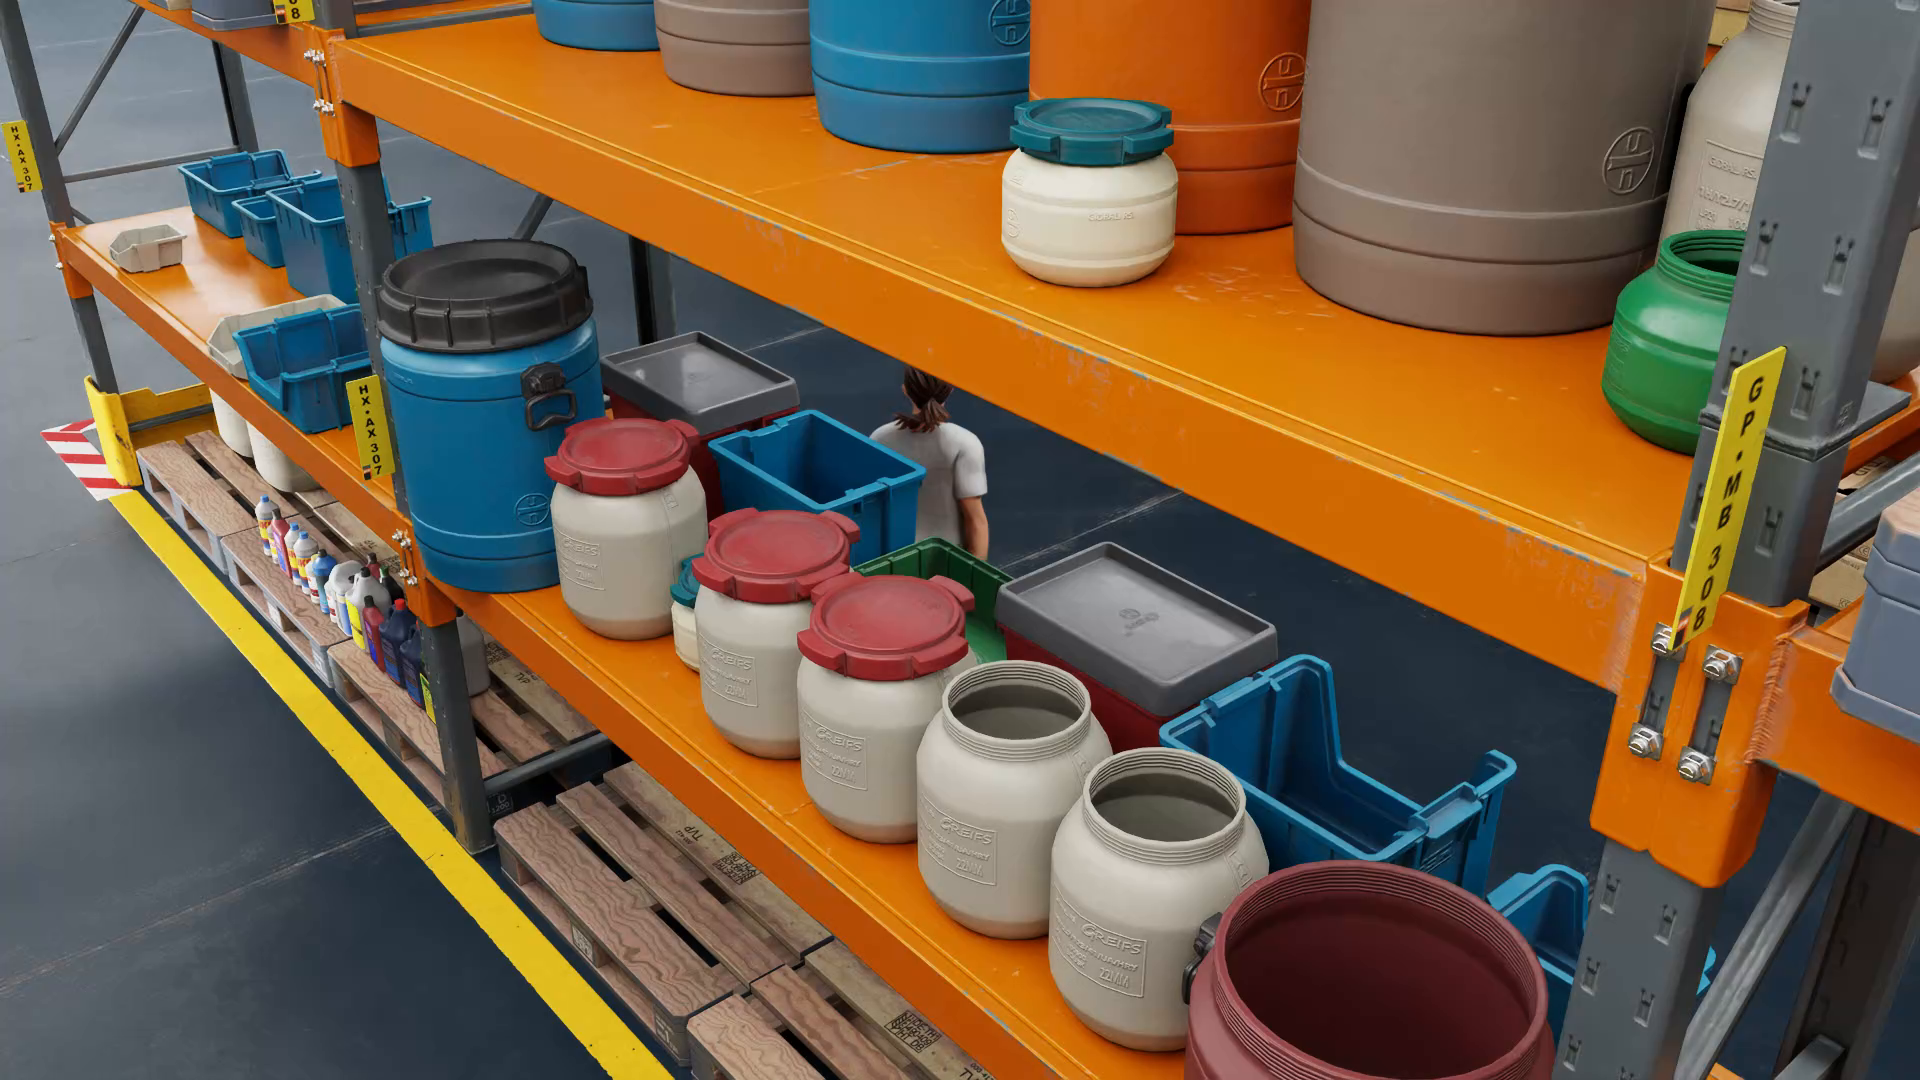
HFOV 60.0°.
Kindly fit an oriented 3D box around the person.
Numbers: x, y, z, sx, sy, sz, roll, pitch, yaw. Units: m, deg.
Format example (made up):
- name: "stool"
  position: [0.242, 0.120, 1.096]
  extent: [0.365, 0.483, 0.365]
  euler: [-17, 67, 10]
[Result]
- name: "person"
  position: [-0.119, 0.125, 5.916]
  extent: [0.465, 1.645, 0.844]
  euler: [2, 28, 4]
